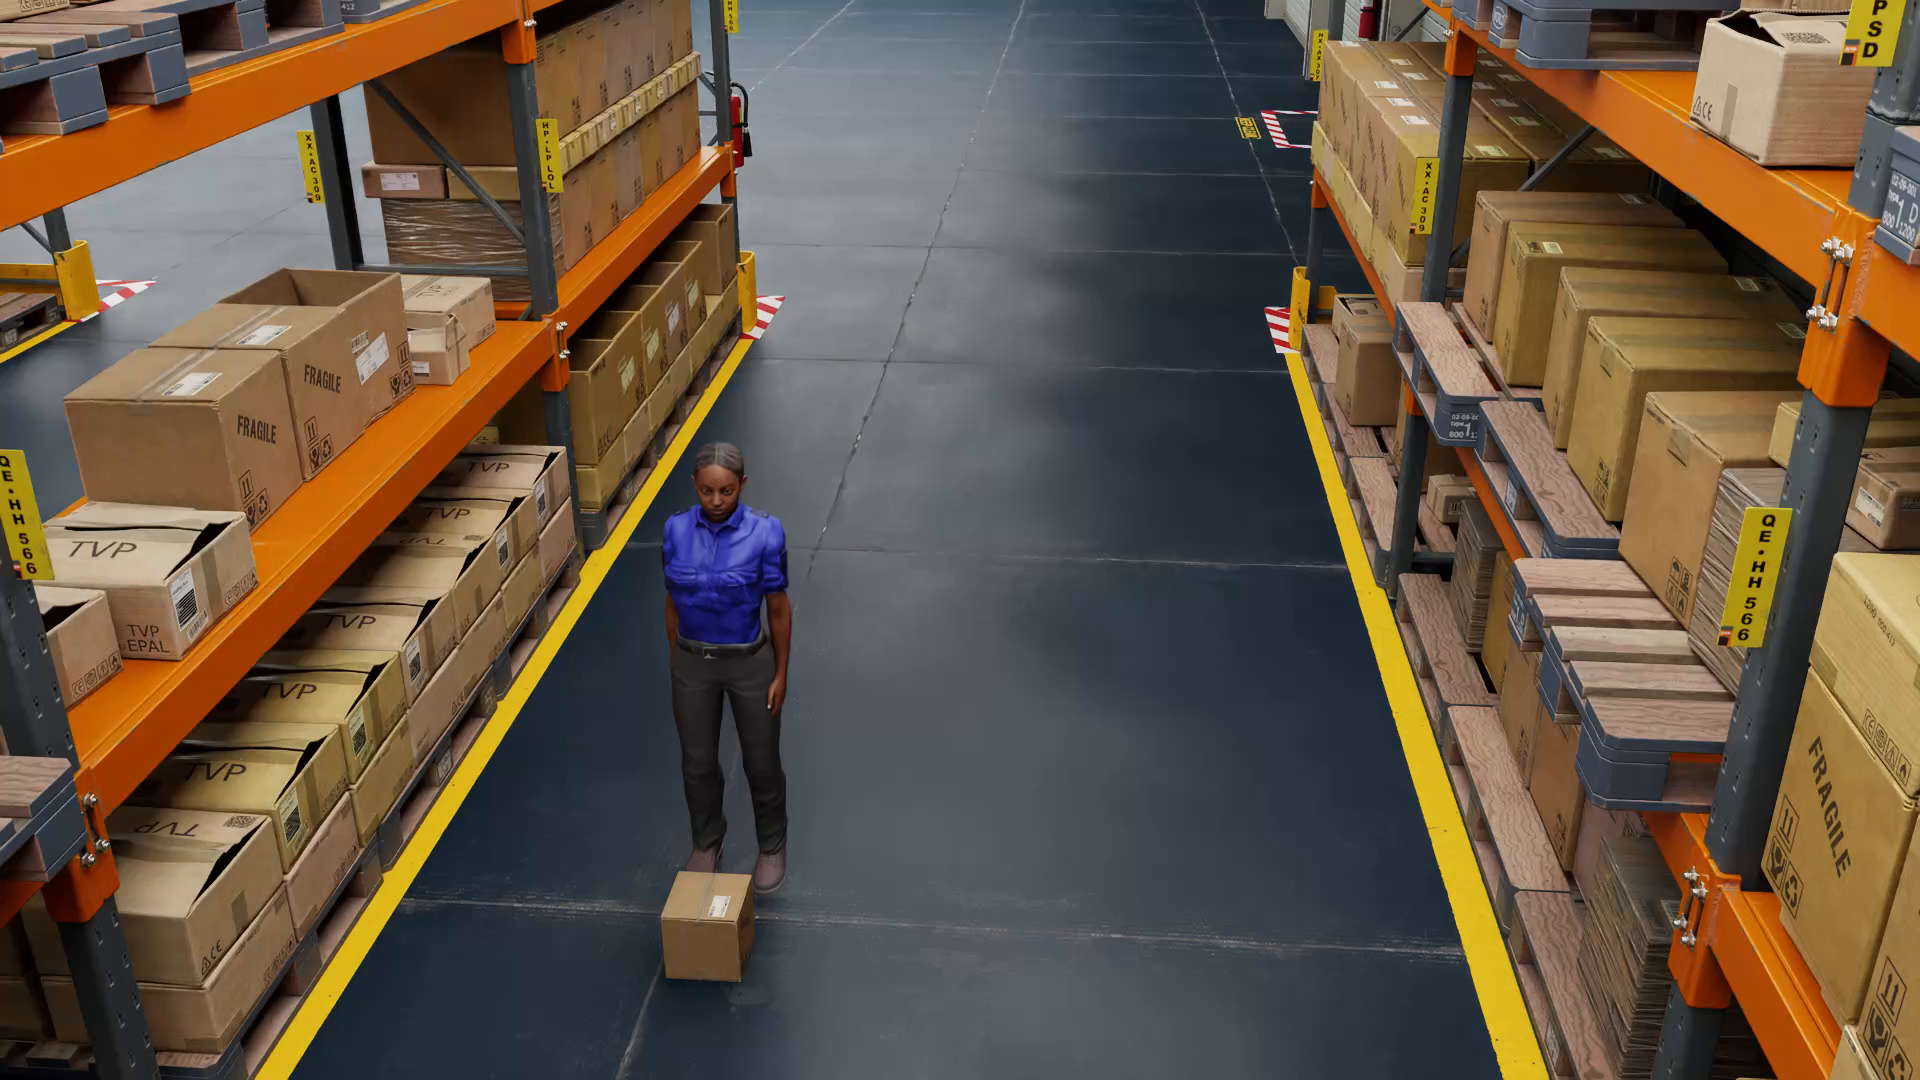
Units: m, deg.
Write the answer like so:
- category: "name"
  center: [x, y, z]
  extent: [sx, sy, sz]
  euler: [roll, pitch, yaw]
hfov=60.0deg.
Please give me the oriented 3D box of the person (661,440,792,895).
- category: "person"
  center: [-0.782, 0.445, 5.660]
  extent: [0.437, 1.665, 0.307]
  euler: [2, 25, 5]
